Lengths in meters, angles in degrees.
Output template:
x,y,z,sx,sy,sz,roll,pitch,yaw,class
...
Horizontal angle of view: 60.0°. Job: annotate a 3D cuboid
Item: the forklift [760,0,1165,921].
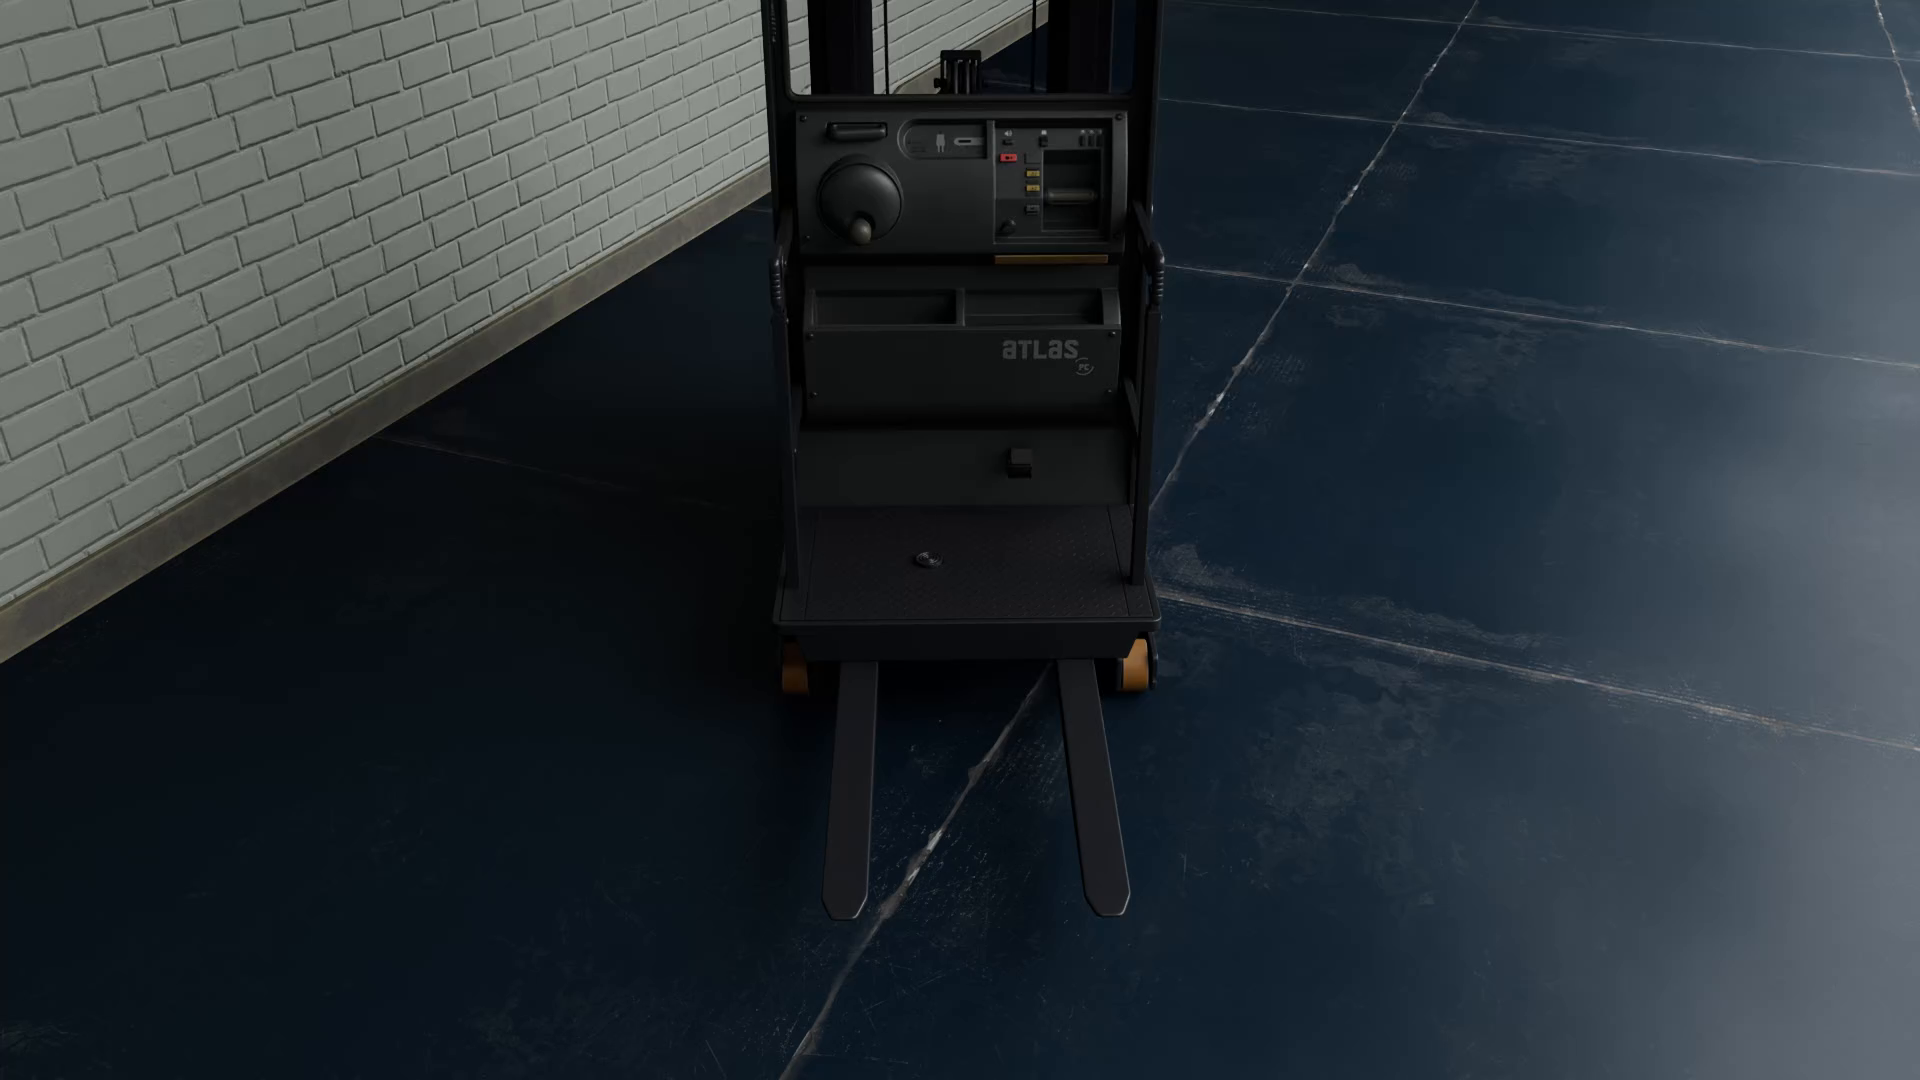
x,y,z,sx,sy,sz,roll,pitch,yaw,class
0.011,-0.970,4.487,1.130,2.935,3.031,-1,29,-1,forklift
